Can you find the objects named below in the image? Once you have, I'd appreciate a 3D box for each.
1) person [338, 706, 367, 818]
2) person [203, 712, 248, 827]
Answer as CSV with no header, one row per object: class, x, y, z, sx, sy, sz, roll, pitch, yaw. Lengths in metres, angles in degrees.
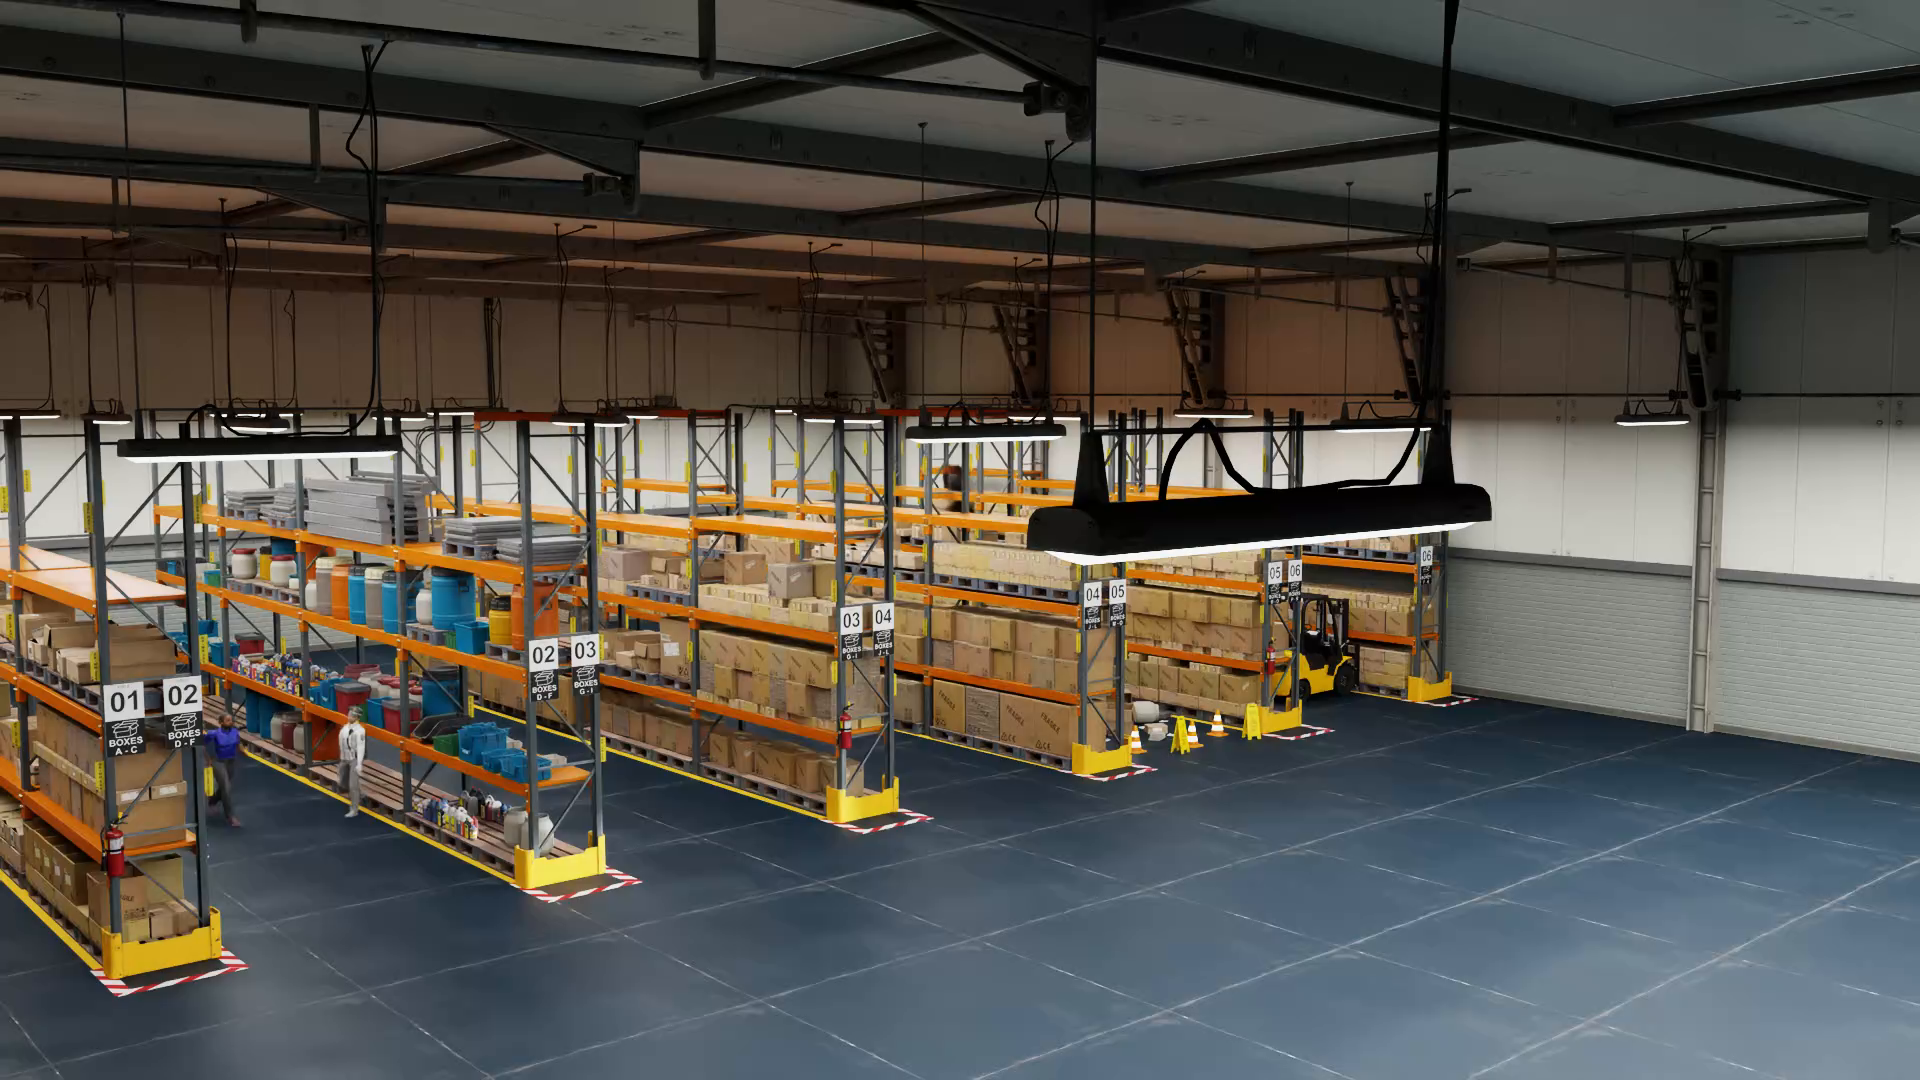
person,-9.119,3.300,25.033,0.693,1.663,0.621,3,6,29
person,-10.912,3.349,24.588,0.929,1.654,0.545,3,6,31
